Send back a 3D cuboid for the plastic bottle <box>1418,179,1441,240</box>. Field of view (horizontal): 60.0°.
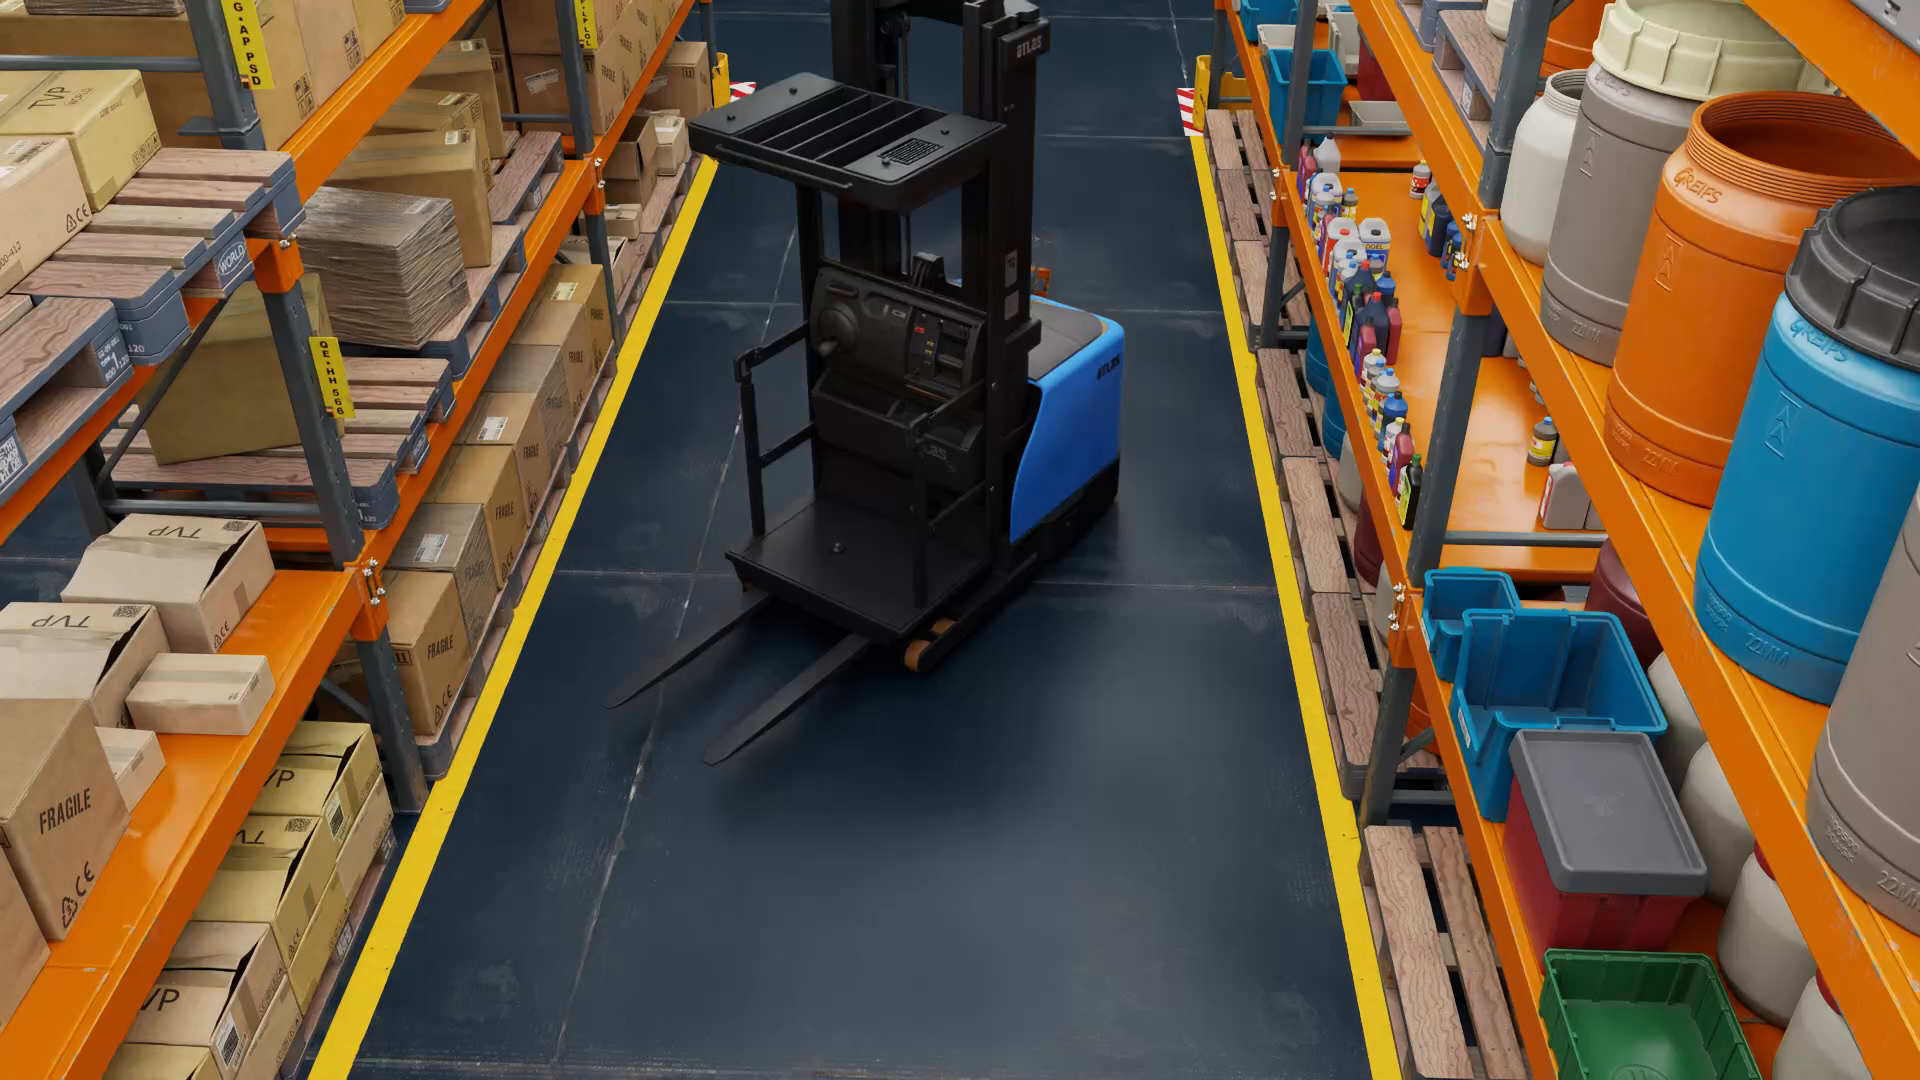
[{"bbox_3d":[2.477,-1.740,8.605,0.144,0.351,0.185,1,35,2],"label":"plastic bottle"}]

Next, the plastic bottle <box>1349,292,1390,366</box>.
[{"bbox_3d":[1.854,-0.963,7.501,0.144,0.351,0.185,1,35,2],"label":"plastic bottle"}]

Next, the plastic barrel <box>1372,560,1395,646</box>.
[{"bbox_3d":[2.106,0.244,7.538,0.421,0.512,0.421,0,35,0],"label":"plastic barrel"}]

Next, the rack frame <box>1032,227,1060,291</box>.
[{"bbox_3d":[0.336,-1.197,9.434,0.240,1.200,0.006,17,16,23],"label":"rack frame"}]

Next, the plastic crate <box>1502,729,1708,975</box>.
[{"bbox_3d":[1.799,0.901,4.749,0.402,0.464,0.583,1,35,2],"label":"plastic crate"}]

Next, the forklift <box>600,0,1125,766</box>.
[{"bbox_3d":[-0.423,-0.890,7.414,1.130,2.935,3.031,23,41,29],"label":"forklift"}]

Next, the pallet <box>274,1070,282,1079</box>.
[{"bbox_3d":[-2.903,2.201,5.380,1.003,0.211,1.213,1,35,2],"label":"pallet"}]

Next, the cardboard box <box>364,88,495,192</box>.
[{"bbox_3d":[-2.825,-1.958,8.421,0.700,0.500,0.500,7,36,9],"label":"cardboard box"}]

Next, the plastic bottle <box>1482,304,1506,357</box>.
[{"bbox_3d":[2.419,-1.030,7.595,0.144,0.351,0.185,1,35,2],"label":"plastic bottle"}]

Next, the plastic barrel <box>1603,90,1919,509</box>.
[{"bbox_3d":[1.894,-0.554,3.894,0.600,0.830,0.708,1,35,2],"label":"plastic barrel"}]

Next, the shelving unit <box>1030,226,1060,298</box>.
[{"bbox_3d":[0.296,-1.184,9.353,0.258,1.200,0.189,17,16,23],"label":"shelving unit"}]

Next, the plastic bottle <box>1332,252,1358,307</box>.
[{"bbox_3d":[1.853,-1.251,7.979,0.097,0.271,0.097,0,35,0],"label":"plastic bottle"}]

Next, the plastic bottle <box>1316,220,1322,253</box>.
[{"bbox_3d":[1.877,-1.566,8.488,0.097,0.201,0.097,0,35,0],"label":"plastic bottle"}]

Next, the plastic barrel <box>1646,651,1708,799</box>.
[{"bbox_3d":[2.342,0.556,5.198,0.421,0.512,0.421,0,35,0],"label":"plastic barrel"}]

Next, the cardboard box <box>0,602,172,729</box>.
[{"bbox_3d":[-3.009,0.435,5.545,0.500,0.311,0.500,1,35,1],"label":"cardboard box"}]

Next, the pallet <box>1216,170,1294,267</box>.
[{"bbox_3d":[2.368,-2.277,11.753,1.003,0.211,1.213,1,35,2],"label":"pallet"}]

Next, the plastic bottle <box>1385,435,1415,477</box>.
[{"bbox_3d":[1.792,-0.354,6.763,0.097,0.201,0.097,0,35,0],"label":"plastic bottle"}]

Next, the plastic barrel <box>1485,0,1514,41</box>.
[{"bbox_3d":[2.067,-1.956,6.016,0.301,0.262,0.301,0,35,0],"label":"plastic barrel"}]

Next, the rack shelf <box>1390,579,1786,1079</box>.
[{"bbox_3d":[2.090,1.449,4.650,1.077,0.370,4.000,1,35,2],"label":"rack shelf"}]

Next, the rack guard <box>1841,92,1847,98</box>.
[{"bbox_3d":[7.441,-3.467,13.194,1.175,0.500,0.348,1,35,2],"label":"rack guard"}]

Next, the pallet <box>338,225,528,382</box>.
[{"bbox_3d":[-2.706,-1.150,7.890,1.003,0.211,1.213,1,35,2],"label":"pallet"}]

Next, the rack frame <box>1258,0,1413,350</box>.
[{"bbox_3d":[2.331,-2.292,9.349,1.000,3.000,0.127,1,35,2],"label":"rack frame"}]

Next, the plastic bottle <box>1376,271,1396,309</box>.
[{"bbox_3d":[1.989,-1.136,7.815,0.097,0.271,0.097,0,35,0],"label":"plastic bottle"}]

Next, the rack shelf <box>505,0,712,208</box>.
[{"bbox_3d":[-2.538,-3.263,11.356,1.077,0.370,4.000,1,35,2],"label":"rack shelf"}]

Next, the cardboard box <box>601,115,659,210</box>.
[{"bbox_3d":[-2.548,-2.647,11.642,0.797,0.503,0.637,1,35,2],"label":"cardboard box"}]

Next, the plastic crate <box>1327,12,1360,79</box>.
[{"bbox_3d":[2.576,-3.141,10.608,0.437,0.282,0.530,1,35,2],"label":"plastic crate"}]

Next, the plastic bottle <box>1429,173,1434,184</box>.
[{"bbox_3d":[2.638,-2.008,9.051,0.152,0.276,0.135,1,35,2],"label":"plastic bottle"}]

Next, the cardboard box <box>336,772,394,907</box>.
[{"bbox_3d":[-2.557,1.150,6.476,0.500,0.250,0.500,2,35,3],"label":"cardboard box"}]

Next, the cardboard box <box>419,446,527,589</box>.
[{"bbox_3d":[-2.435,-0.112,8.037,0.500,0.500,0.500,1,35,1],"label":"cardboard box"}]

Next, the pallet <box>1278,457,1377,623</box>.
[{"bbox_3d":[2.212,-0.006,8.521,1.003,0.211,1.213,1,35,2],"label":"pallet"}]

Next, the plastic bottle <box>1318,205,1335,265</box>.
[{"bbox_3d":[1.854,-1.533,8.370,0.061,0.283,0.133,1,35,2],"label":"plastic bottle"}]

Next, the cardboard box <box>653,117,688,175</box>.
[{"bbox_3d":[-2.302,-2.899,12.220,0.500,0.250,0.500,1,35,2],"label":"cardboard box"}]

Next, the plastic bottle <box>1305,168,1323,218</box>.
[{"bbox_3d":[1.894,-1.839,8.816,0.097,0.271,0.097,0,35,0],"label":"plastic bottle"}]

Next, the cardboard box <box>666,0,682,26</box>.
[{"bbox_3d":[-2.247,-3.900,11.549,0.500,0.500,0.500,2,35,2],"label":"cardboard box"}]

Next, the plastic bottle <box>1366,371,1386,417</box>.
[{"bbox_3d":[1.812,-0.633,7.161,0.097,0.201,0.097,0,35,0],"label":"plastic bottle"}]

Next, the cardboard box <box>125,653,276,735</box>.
[{"bbox_3d":[-2.539,0.515,5.572,0.380,0.149,0.250,1,35,2],"label":"cardboard box"}]

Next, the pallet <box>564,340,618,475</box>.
[{"bbox_3d":[-2.614,-0.800,9.650,1.003,0.211,1.213,1,35,2],"label":"pallet"}]

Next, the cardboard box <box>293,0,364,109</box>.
[{"bbox_3d":[-2.775,-1.923,6.128,0.910,0.500,0.500,1,35,2],"label":"cardboard box"}]

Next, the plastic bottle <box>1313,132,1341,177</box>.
[{"bbox_3d":[1.991,-2.054,9.053,0.144,0.351,0.185,1,35,2],"label":"plastic bottle"}]

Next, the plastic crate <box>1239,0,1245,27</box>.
[{"bbox_3d":[2.099,-3.656,11.382,0.416,0.233,0.300,1,35,2],"label":"plastic crate"}]

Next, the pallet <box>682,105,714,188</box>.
[{"bbox_3d":[-2.492,-3.064,12.872,1.003,0.211,1.213,1,35,2],"label":"pallet"}]

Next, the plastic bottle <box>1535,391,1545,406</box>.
[{"bbox_3d":[2.575,-0.724,7.229,0.097,0.271,0.097,0,35,0],"label":"plastic bottle"}]

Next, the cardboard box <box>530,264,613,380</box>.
[{"bbox_3d":[-2.352,-1.276,9.694,0.500,0.500,0.500,1,35,2],"label":"cardboard box"}]

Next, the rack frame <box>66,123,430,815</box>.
[{"bbox_3d":[-2.779,-0.111,6.244,1.000,3.000,0.127,1,35,2],"label":"rack frame"}]

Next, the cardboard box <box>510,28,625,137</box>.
[{"bbox_3d":[-2.326,-2.736,9.893,0.500,0.500,0.500,2,35,3],"label":"cardboard box"}]

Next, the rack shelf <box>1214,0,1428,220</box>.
[{"bbox_3d":[2.411,-3.147,11.190,1.077,0.370,4.000,1,35,2],"label":"rack shelf"}]

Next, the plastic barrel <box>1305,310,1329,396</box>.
[{"bbox_3d":[2.292,-1.293,9.387,0.600,0.901,0.708,1,35,2],"label":"plastic barrel"}]

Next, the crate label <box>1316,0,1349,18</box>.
[{"bbox_3d":[2.627,-3.708,11.540,0.396,0.136,0.243,1,35,2],"label":"crate label"}]

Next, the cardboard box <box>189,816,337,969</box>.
[{"bbox_3d":[-2.569,1.218,5.892,0.500,0.311,0.500,1,35,1],"label":"cardboard box"}]
